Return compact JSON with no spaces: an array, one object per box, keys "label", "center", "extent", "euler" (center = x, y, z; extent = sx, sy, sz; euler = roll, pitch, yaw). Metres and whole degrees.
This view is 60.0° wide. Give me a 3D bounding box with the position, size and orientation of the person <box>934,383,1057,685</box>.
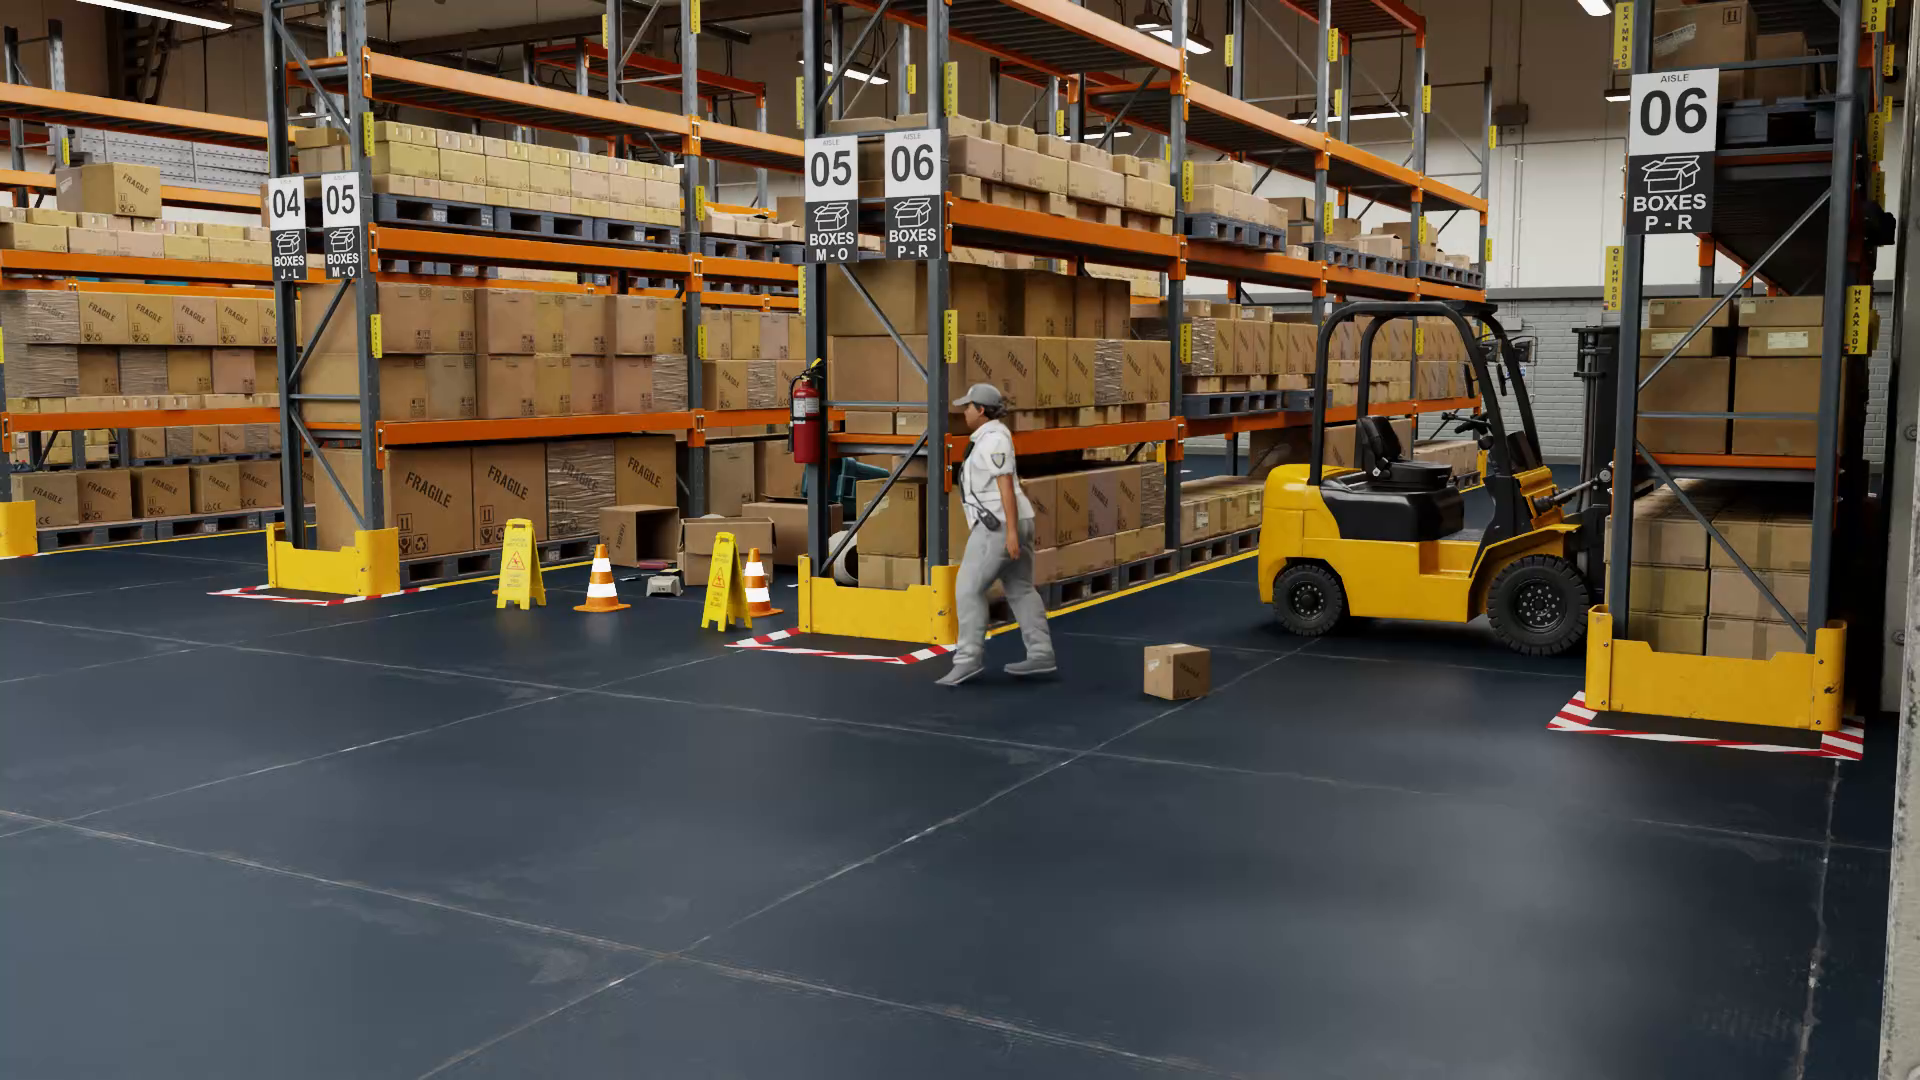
[{"label":"person","center":[0.217,-0.026,9.287],"extent":[0.661,1.692,0.507],"euler":[1,6,11]}]
